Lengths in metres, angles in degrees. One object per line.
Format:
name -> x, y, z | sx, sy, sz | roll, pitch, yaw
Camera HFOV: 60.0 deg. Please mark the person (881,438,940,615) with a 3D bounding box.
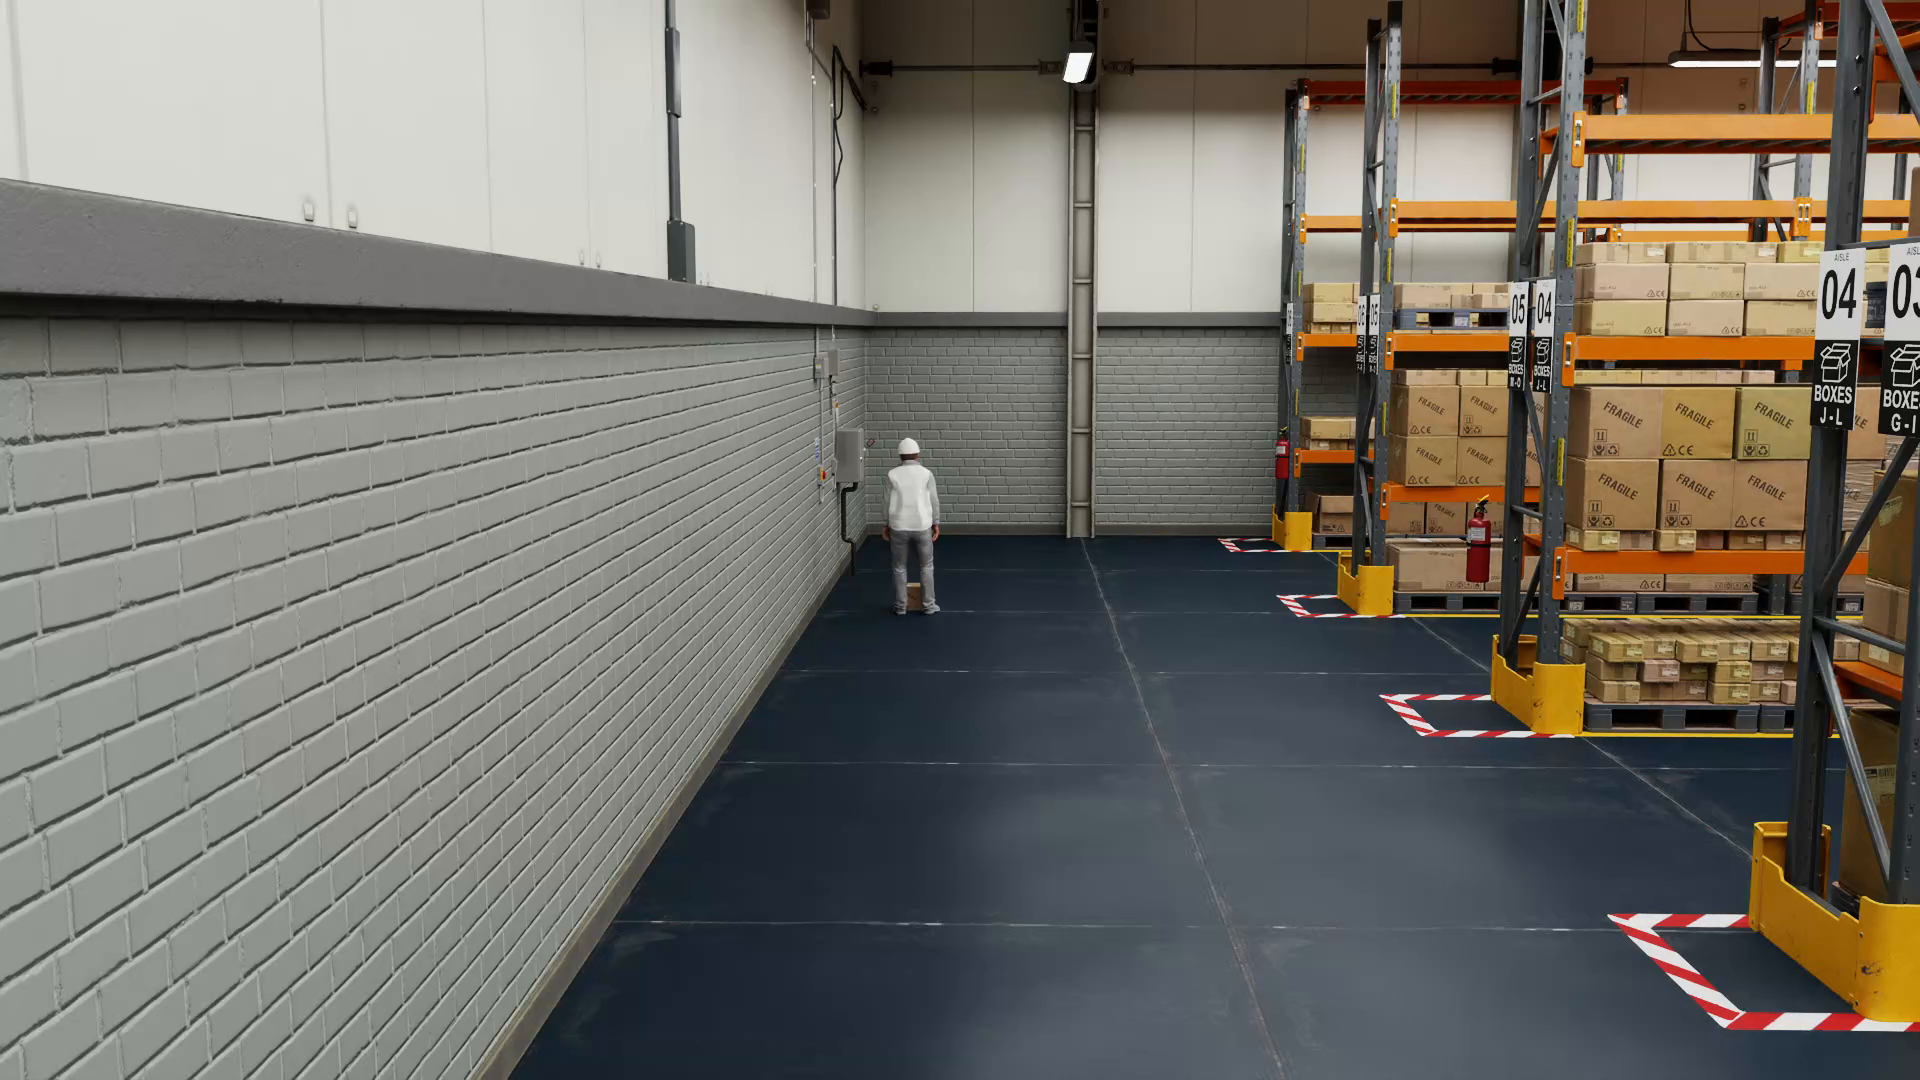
person -> -0.498, -0.138, 16.758 | 0.591, 1.772, 0.459 | 0, 7, -1
